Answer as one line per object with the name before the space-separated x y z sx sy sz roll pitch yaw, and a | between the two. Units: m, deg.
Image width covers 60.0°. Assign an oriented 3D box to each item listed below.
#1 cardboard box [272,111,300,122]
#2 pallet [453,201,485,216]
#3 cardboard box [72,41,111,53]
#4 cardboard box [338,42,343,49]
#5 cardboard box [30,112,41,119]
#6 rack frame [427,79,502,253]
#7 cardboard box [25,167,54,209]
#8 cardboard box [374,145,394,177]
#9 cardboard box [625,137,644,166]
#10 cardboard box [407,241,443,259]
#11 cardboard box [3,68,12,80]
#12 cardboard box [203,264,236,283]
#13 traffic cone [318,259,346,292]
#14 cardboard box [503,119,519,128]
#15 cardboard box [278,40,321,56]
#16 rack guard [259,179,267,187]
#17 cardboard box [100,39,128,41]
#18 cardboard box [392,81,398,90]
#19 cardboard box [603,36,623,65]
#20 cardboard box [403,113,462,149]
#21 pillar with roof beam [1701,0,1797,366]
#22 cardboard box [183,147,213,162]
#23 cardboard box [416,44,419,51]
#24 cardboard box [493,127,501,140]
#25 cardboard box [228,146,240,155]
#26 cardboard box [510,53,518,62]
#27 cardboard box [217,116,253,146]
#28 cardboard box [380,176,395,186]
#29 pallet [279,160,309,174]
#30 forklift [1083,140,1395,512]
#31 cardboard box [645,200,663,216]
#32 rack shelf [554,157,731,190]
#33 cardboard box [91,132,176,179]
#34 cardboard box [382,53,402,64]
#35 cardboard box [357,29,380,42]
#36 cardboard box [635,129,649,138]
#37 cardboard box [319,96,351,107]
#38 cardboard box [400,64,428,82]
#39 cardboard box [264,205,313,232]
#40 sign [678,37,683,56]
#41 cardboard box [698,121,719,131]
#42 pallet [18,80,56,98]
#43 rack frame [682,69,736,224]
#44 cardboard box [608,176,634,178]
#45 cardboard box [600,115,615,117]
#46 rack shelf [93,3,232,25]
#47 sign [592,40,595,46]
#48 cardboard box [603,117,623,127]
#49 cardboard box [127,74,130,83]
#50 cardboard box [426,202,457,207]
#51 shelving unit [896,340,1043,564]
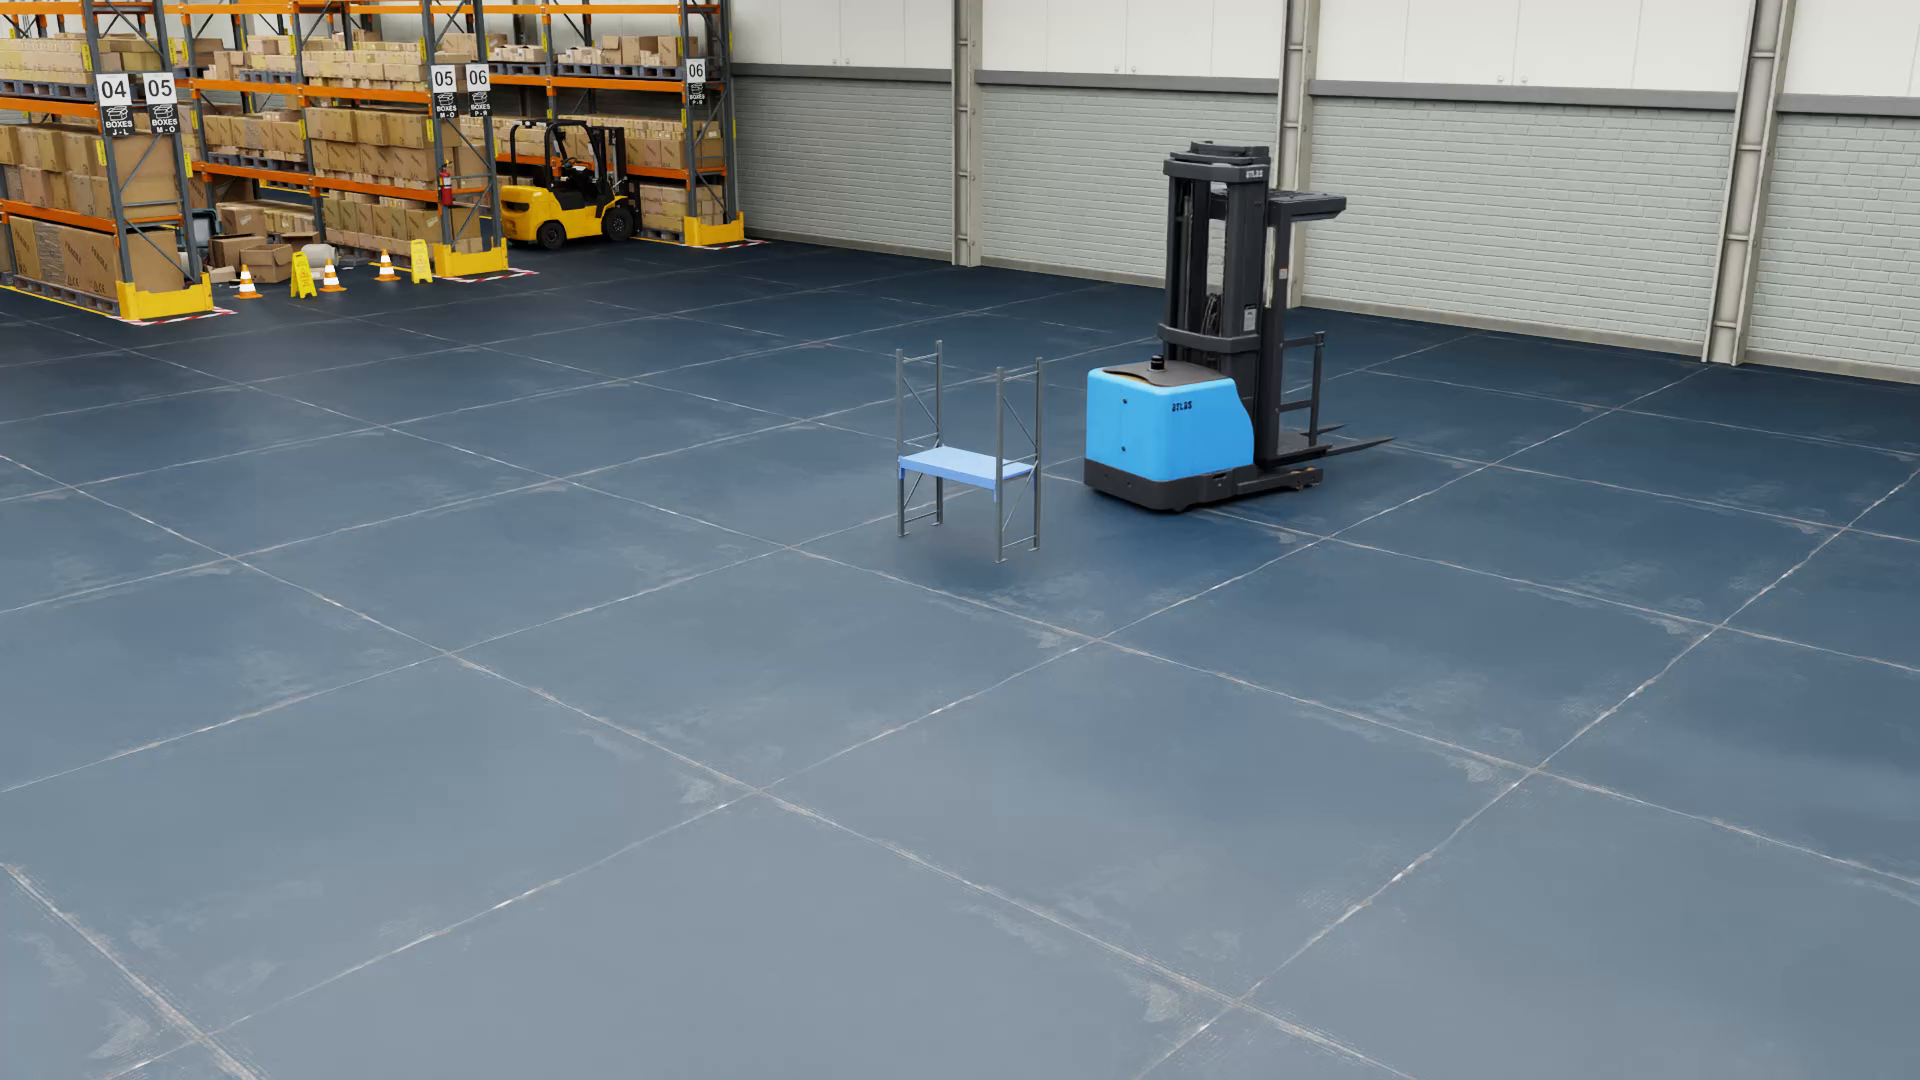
cardboard box | -11.756 -7.382 28.989 0.250 0.149 0.380 14 22 38
pallet | -9.847 -6.930 34.597 1.213 0.211 1.003 15 23 39
cardboard box | -11.432 -6.491 21.885 0.250 0.149 0.380 15 23 40
cardboard box | -13.249 -10.739 36.096 0.250 0.149 0.380 16 23 40
cardboard box | -19.542 -9.279 35.572 0.500 0.500 0.500 14 23 38
rack frame | -7.745 -5.703 26.122 0.127 3.000 1.000 15 23 39
cardboard box | -12.911 -5.125 24.055 0.550 0.550 0.875 15 23 39
cardboard box | -9.077 -6.142 26.848 0.500 0.500 0.500 15 23 39
cardboard box | -5.761 -7.123 30.431 0.500 0.500 0.500 14 23 38
cardboard box | -8.546 -4.699 26.809 0.500 0.250 0.500 15 23 39
cardboard box | -13.332 -6.621 23.613 0.250 0.149 0.380 15 23 38
cardboard box | -11.439 -4.134 25.699 0.396 0.266 0.258 -13 22 -36
traffic cone | -9.405 -3.969 24.852 0.334 0.463 0.336 15 23 39
cardboard box | -8.823 -8.255 32.926 0.250 0.149 0.380 15 23 40
cardboard box | -11.255 -8.390 28.358 0.500 0.250 0.500 16 23 40
rack guard | -16.363 -8.832 40.116 0.348 0.500 1.175 15 23 39
cardboard box | -11.560 -6.792 22.834 0.250 0.149 0.380 15 23 40
cardboard box | -8.727 -7.191 26.267 0.250 0.149 0.380 15 23 40
cardboard box | -6.058 -8.941 30.338 0.637 0.503 0.797 16 24 41
cardboard box | -8.272 -6.422 26.078 0.500 0.500 0.700 14 23 38
pillar with roof beam | 6.230 -5.441 15.381 0.400 9.000 9.100 15 23 39
cardboard box | -14.279 -7.280 31.341 0.500 0.250 0.500 14 22 37
cardboard box | -11.016 -10.202 34.436 0.250 0.149 0.380 14 22 37
cardboard box | -9.115 -8.148 33.250 0.500 0.250 0.500 15 23 40
cardboard box | -13.053 -7.092 30.222 0.250 0.149 0.380 15 23 40
cardboard box | -8.469 -9.340 32.178 0.250 0.149 0.380 15 23 39
cardboard box | -13.151 -7.453 30.285 0.500 0.500 0.500 17 24 42
cardboard box | -9.170 -5.851 27.003 0.250 0.149 0.380 15 23 39
pallet | -11.212 -6.601 29.269 1.213 0.211 1.003 15 23 39
forklift | 2.576 -1.953 14.419 3.031 2.935 1.130 -12 21 -32
cardboard box | -5.392 -6.084 30.350 0.500 0.250 0.500 15 23 39
rack shelf | -5.949 -6.885 31.037 4.000 0.370 1.077 15 23 39
cardboard box | -11.207 -5.232 22.605 0.550 0.550 0.875 15 23 39
cardboard box | -8.898 -7.615 26.285 0.250 0.149 0.380 15 23 39
cardboard box | -12.934 -11.041 36.365 0.258 0.266 0.396 15 23 39
cardboard box | -5.671 -7.395 30.218 0.250 0.149 0.380 14 22 38
cardboard box | -14.365 -10.023 38.251 0.500 0.500 0.500 14 23 38
cardboard box | -8.306 -7.244 25.778 0.500 0.250 0.500 15 23 39
cardboard box | -12.192 -5.841 30.208 0.625 0.372 0.950 16 24 41
sign | -4.823 -8.521 28.709 0.005 0.325 0.100 15 23 39
cardboard box | -4.562 -7.441 29.869 0.250 0.149 0.380 14 23 38
pallet | -12.433 -6.341 23.322 1.213 0.211 1.003 15 23 39
rack frame | -4.453 -6.826 29.663 0.127 3.000 1.000 15 23 39
cardboard box | -6.559 -6.842 31.911 0.500 0.250 0.500 15 23 38
cardboard box | -6.638 -8.023 31.703 0.250 0.149 0.380 15 23 39
rack shelf | -15.224 -10.036 31.710 4.000 0.370 1.077 15 23 39
sign | -7.077 -9.469 32.046 0.005 0.325 0.100 15 23 39
cardboard box | -6.387 -7.756 30.864 0.250 0.149 0.380 15 23 39
cardboard box | -11.190 -6.313 22.641 0.250 0.149 0.380 15 23 40
cardboard box | -8.577 -5.283 27.411 0.500 0.500 0.500 14 22 37
shelving unit | 0.064 -0.698 12.831 1.048 1.500 0.538 15 23 39
